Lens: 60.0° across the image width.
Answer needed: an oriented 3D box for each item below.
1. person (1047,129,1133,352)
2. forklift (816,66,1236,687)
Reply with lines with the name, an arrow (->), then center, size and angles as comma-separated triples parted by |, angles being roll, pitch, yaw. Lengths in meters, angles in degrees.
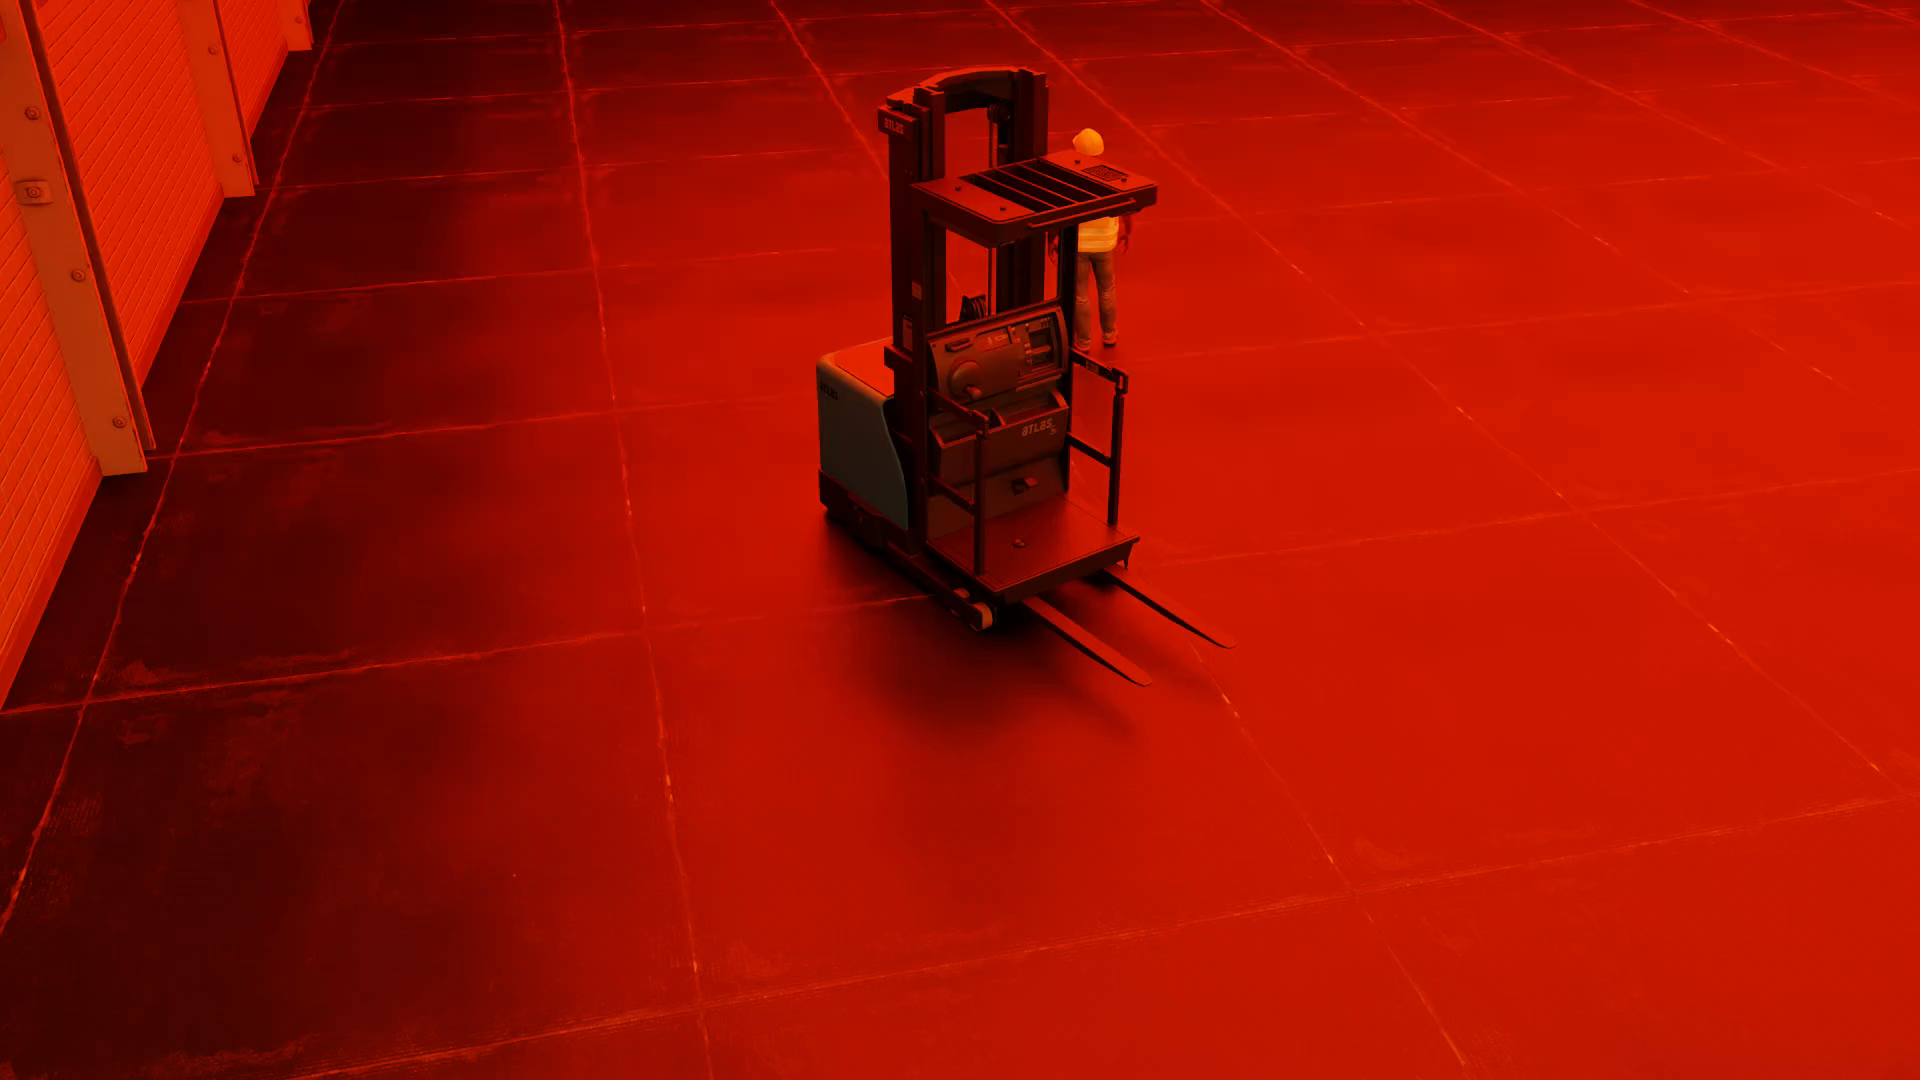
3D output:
person -> 0.974, -2.301, 12.697 | 0.666, 1.767, 0.575 | -4, 30, -7
forklift -> 0.355, -1.021, 9.338 | 1.130, 2.935, 3.031 | -20, 35, -30
